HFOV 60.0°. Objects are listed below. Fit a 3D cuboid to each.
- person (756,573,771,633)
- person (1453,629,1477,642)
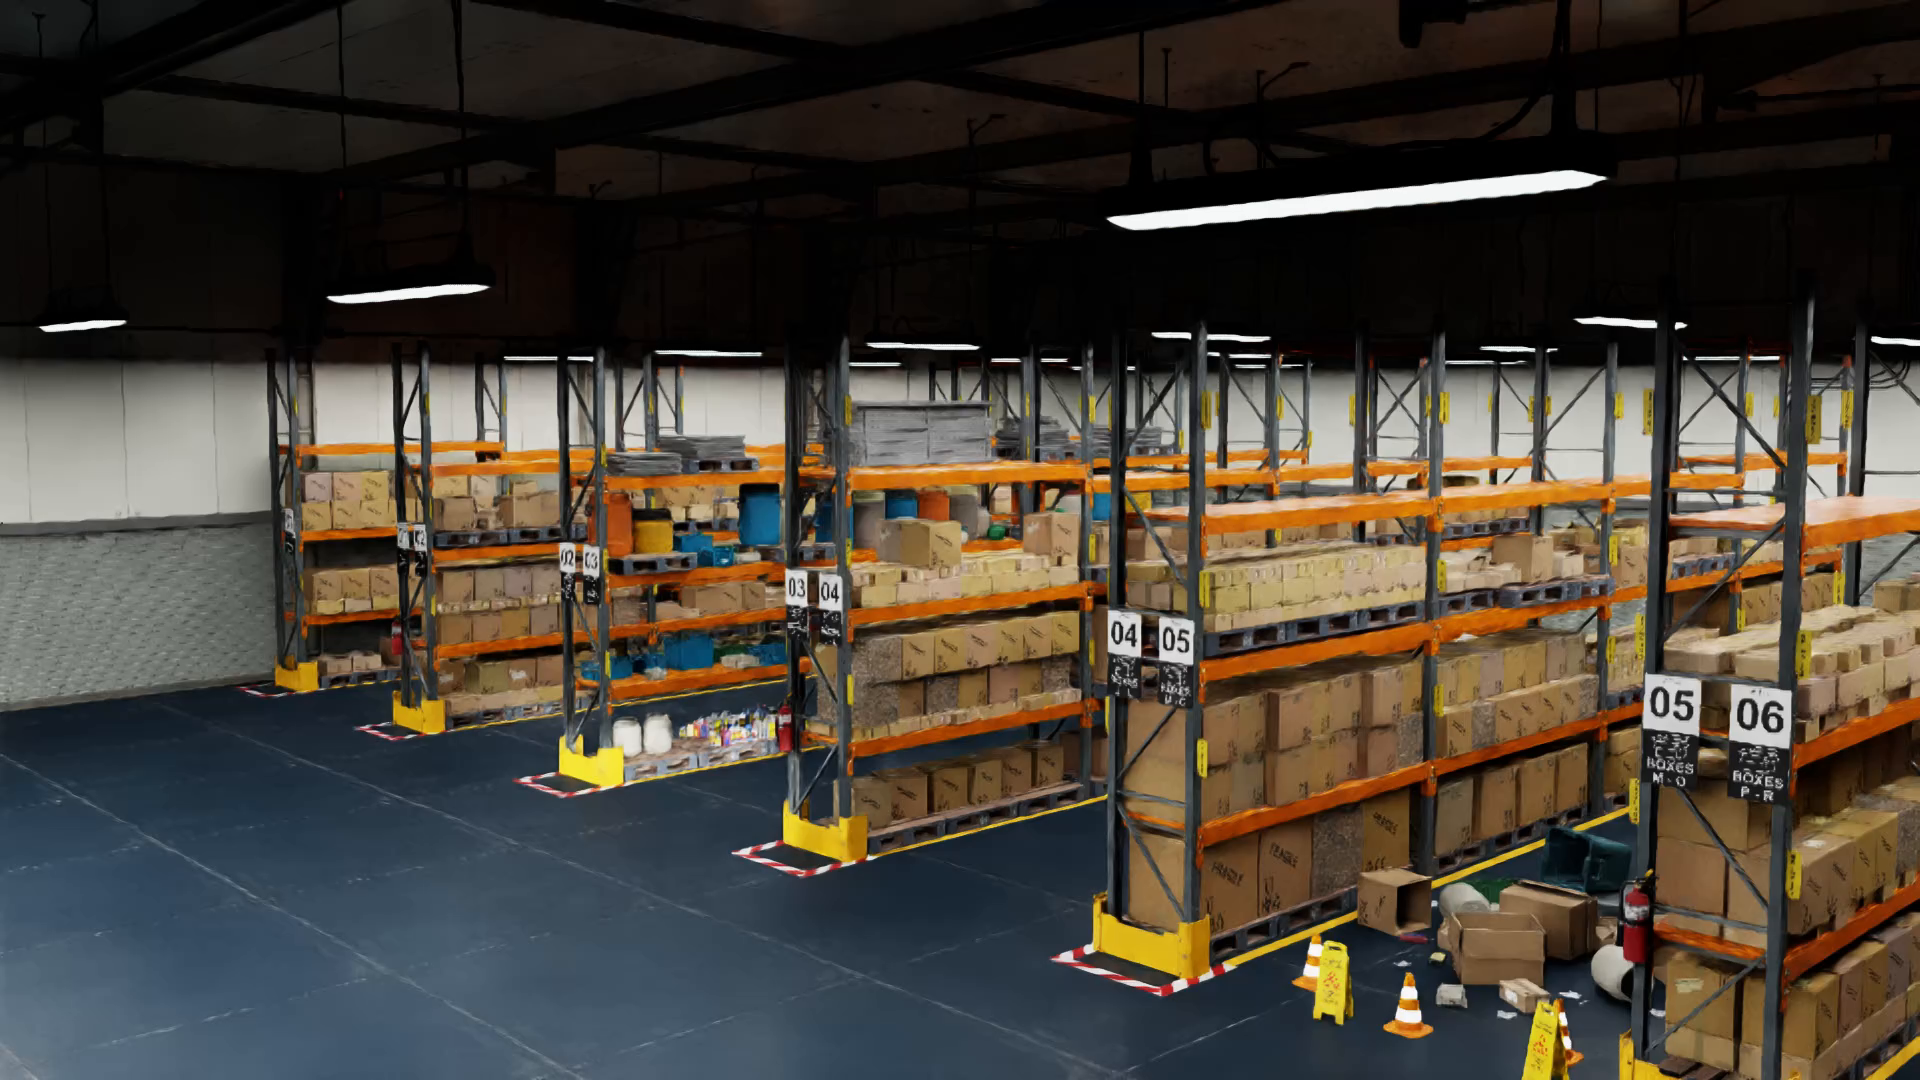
[{"bbox_3d":[-3.848,1.472,32.871,0.409,1.677,0.532,1,5,15],"label":"person"},{"bbox_3d":[7.712,2.080,25.422,0.588,1.758,0.499,-1,5,-14],"label":"person"}]
